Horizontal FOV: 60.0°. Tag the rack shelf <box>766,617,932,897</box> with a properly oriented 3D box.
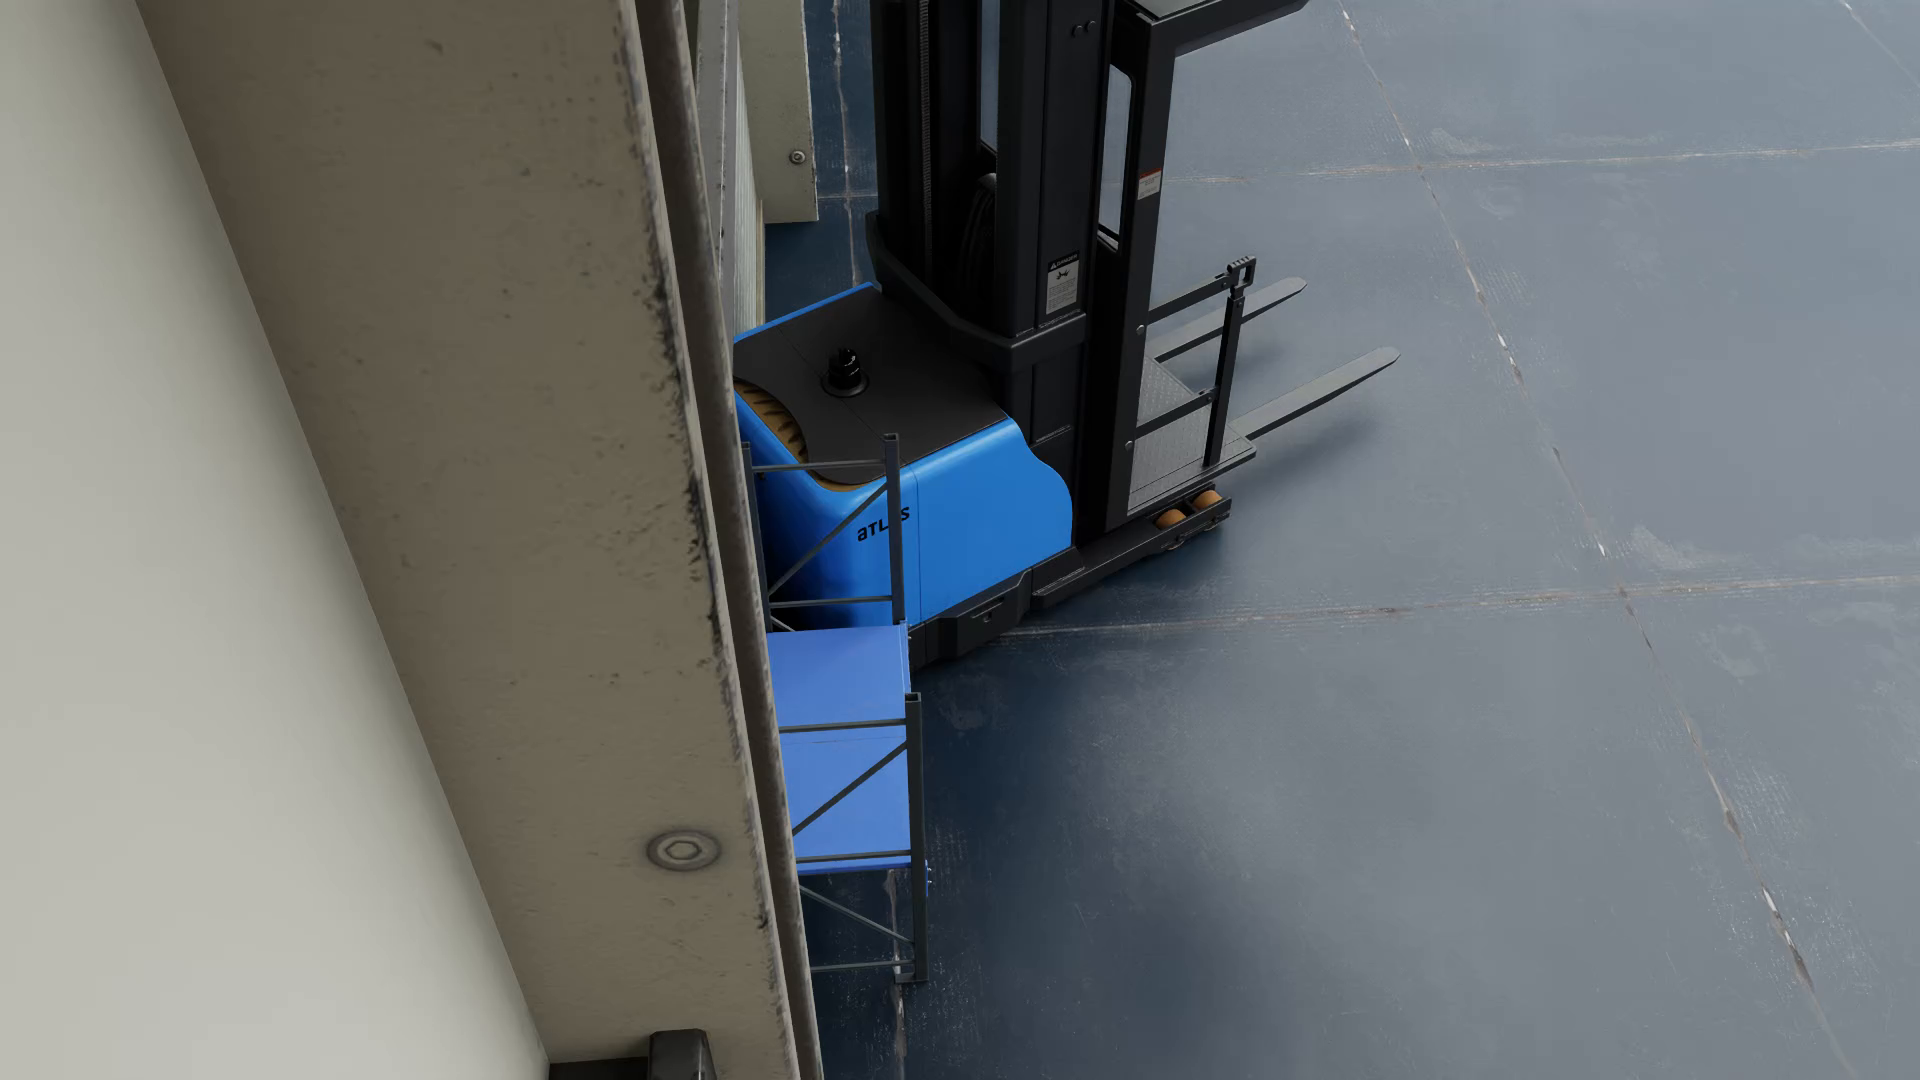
[{"bbox_3d":[-0.396,0.704,5.434,0.538,0.185,1.000,-3,47,-3],"label":"rack shelf"}]

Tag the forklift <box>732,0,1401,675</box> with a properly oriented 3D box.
[{"bbox_3d":[0.515,-1.262,6.063,3.031,2.935,1.130,-26,52,-23],"label":"forklift"}]

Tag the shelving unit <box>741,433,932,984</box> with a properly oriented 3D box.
[{"bbox_3d":[-0.396,0.580,5.304,0.538,1.500,1.048,-3,47,-3],"label":"shelving unit"}]

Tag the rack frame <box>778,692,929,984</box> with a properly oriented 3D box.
[{"bbox_3d":[-0.354,0.948,4.956,0.500,1.500,0.032,-3,47,-3],"label":"rack frame"}]

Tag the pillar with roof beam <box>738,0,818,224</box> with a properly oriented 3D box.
[{"bbox_3d":[3.402,-5.106,5.525,9.100,9.000,0.400,-3,47,-3],"label":"pillar with roof beam"}]

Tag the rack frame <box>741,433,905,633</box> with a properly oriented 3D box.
[{"bbox_3d":[-0.439,0.213,5.652,0.500,1.500,0.032,-3,47,-3],"label":"rack frame"}]
